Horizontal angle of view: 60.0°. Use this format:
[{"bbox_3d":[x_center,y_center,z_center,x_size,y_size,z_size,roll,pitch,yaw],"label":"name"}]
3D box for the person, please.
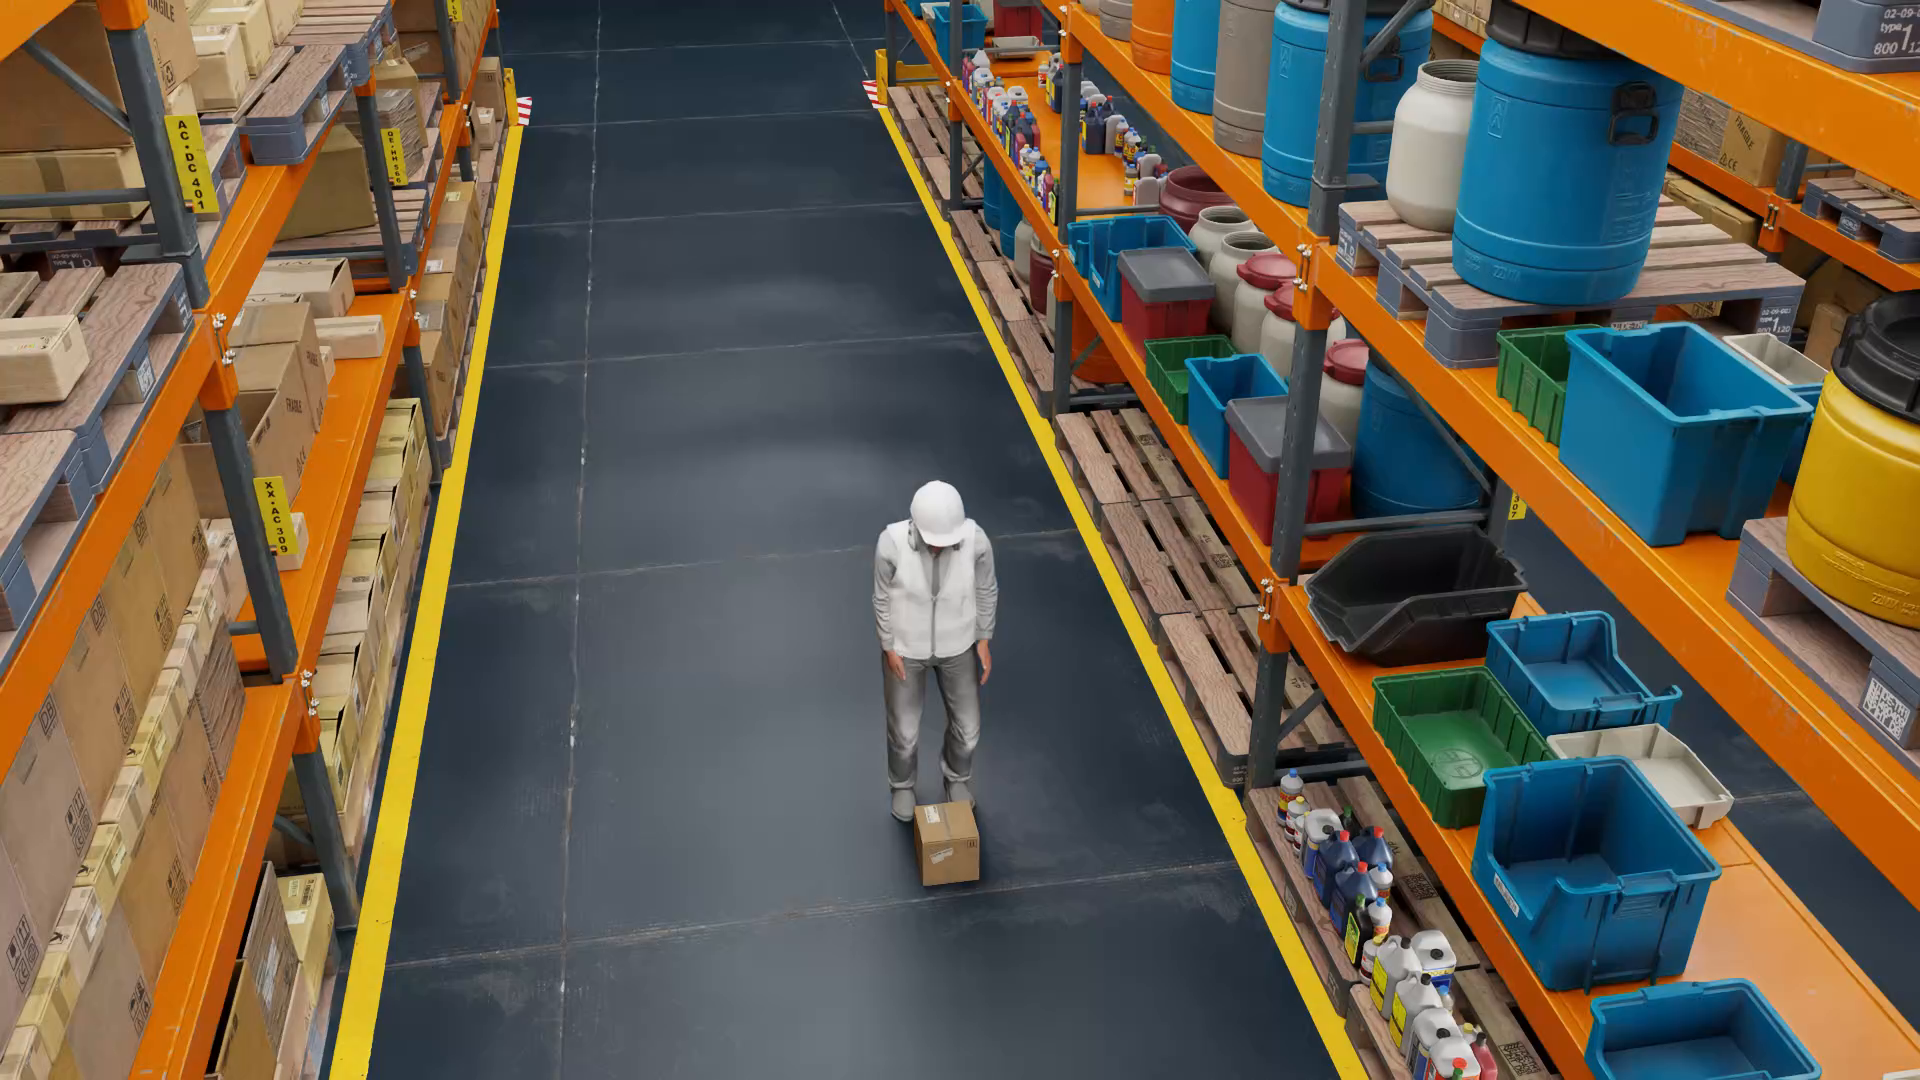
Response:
[{"bbox_3d":[-0.099,0.514,7.373,0.578,1.647,0.581,-5,31,-8],"label":"person"}]
